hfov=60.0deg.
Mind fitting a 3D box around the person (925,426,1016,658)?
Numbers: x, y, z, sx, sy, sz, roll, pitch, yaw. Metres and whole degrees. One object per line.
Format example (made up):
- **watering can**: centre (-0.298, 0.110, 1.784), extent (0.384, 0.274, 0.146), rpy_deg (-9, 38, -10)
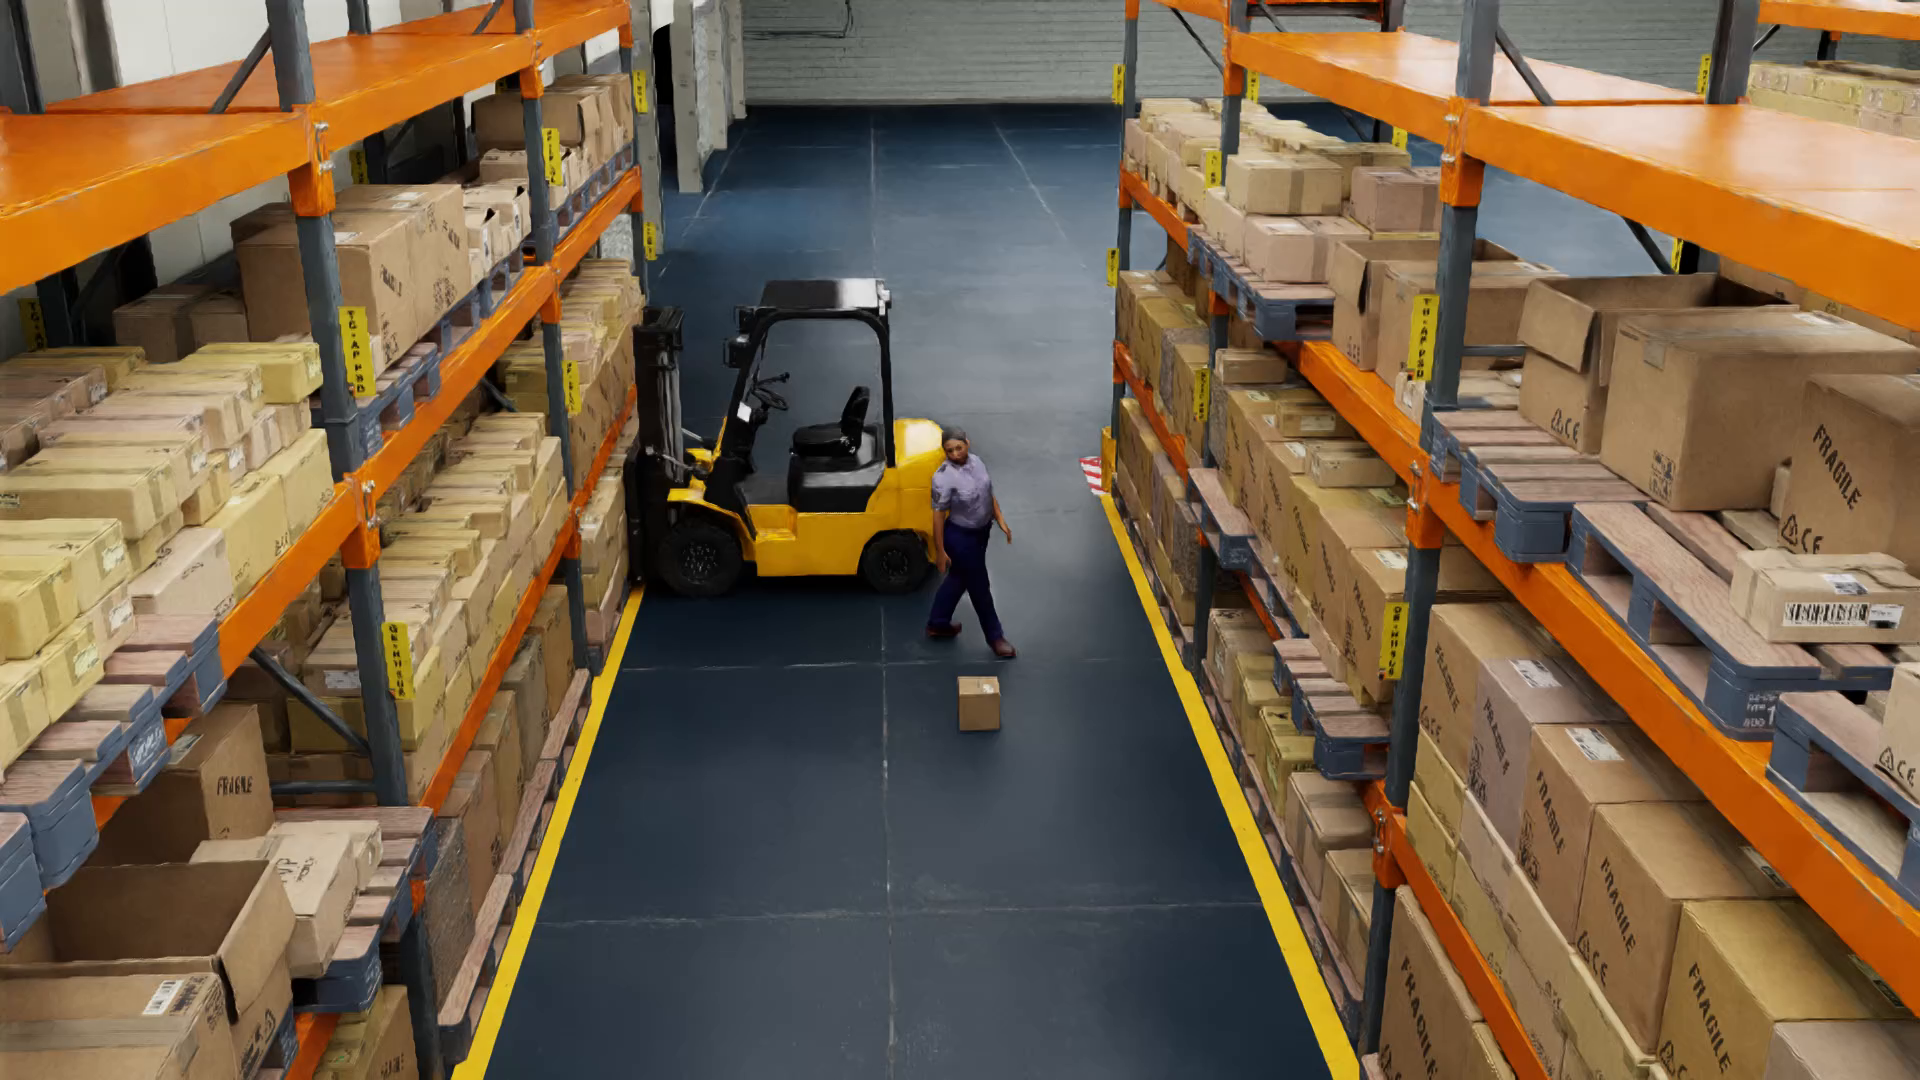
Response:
- **person**: centre (0.063, 0.002, 11.159), extent (0.681, 1.606, 0.528), rpy_deg (8, 22, 21)
